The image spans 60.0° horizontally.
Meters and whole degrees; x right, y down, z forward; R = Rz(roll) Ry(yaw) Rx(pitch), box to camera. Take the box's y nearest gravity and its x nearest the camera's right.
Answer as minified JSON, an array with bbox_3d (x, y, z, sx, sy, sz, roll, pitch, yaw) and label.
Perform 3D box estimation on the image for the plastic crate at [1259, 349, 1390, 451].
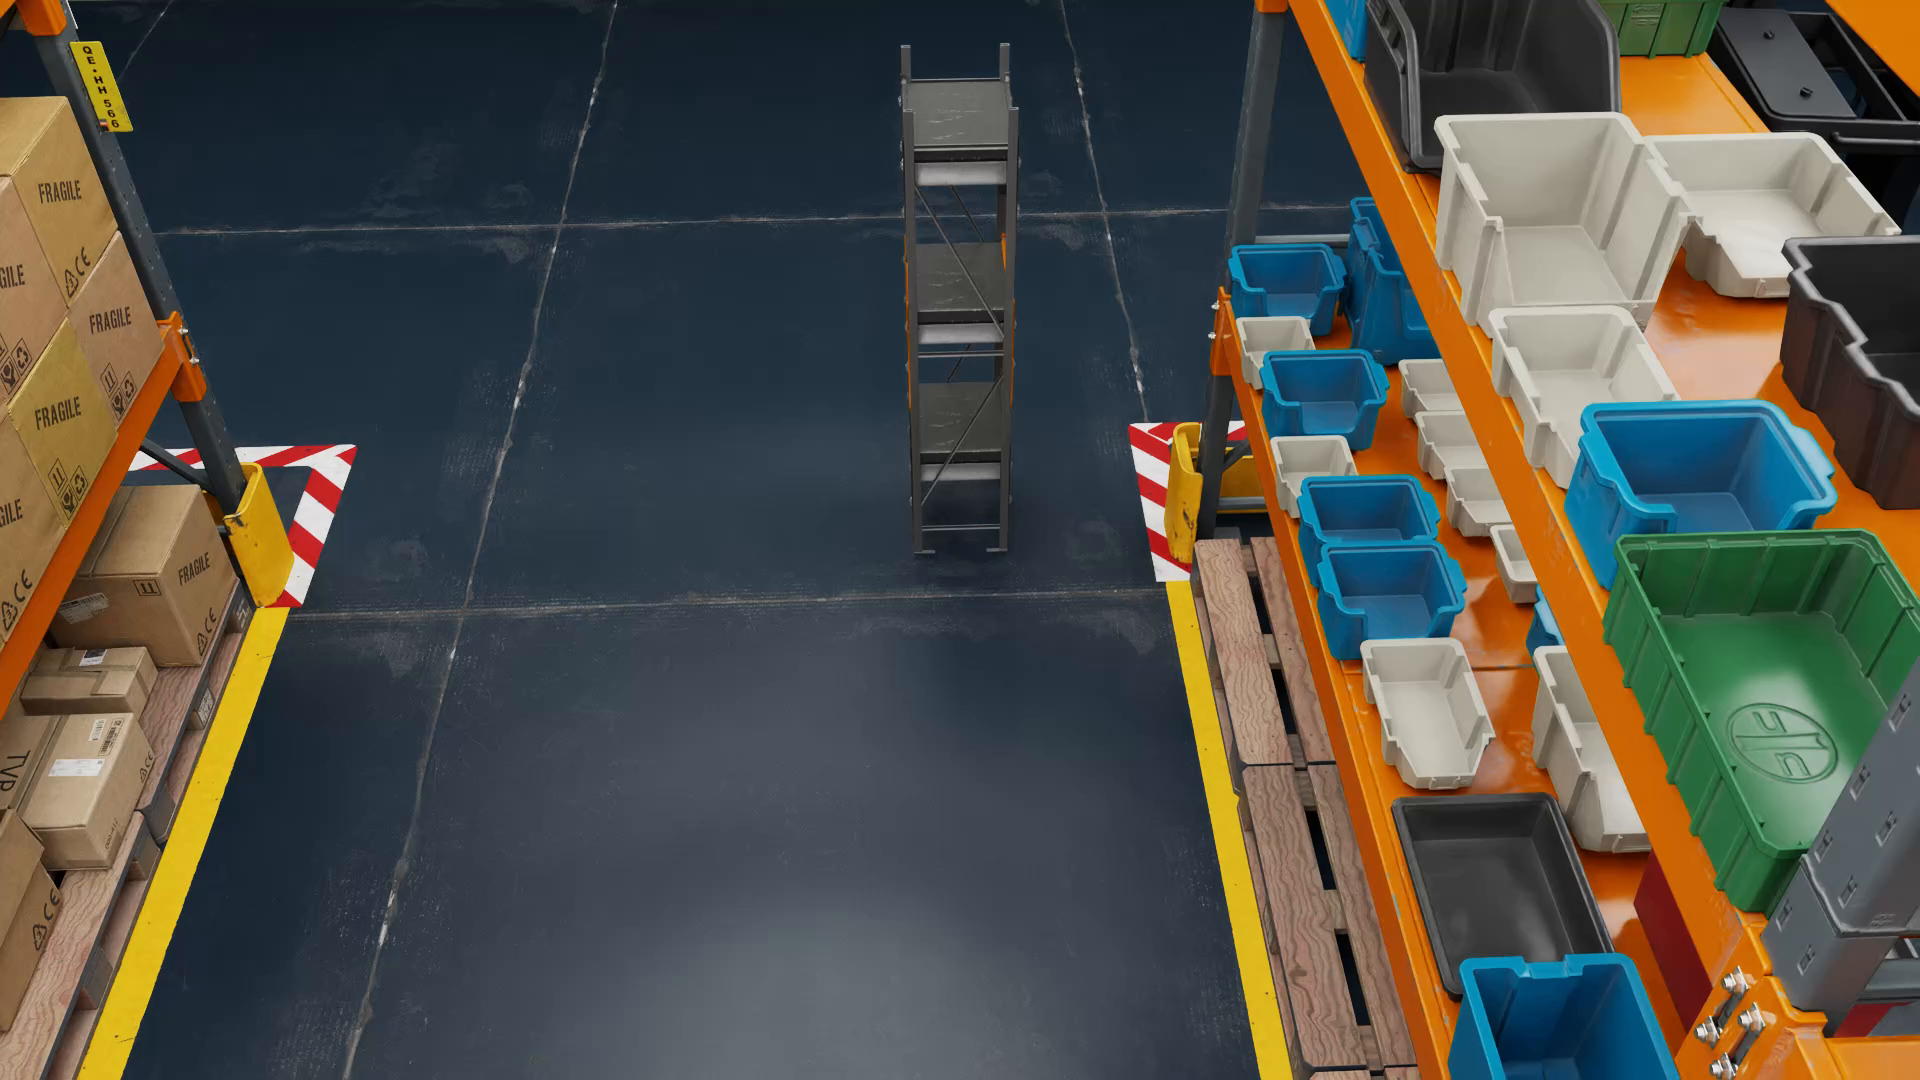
[{"bbox_3d":[1.212,-0.458,5.609,0.416,0.233,0.300,-2,43,-2],"label":"plastic crate"}]

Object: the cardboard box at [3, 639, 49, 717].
[{"bbox_3d":[-3.685,0.586,6.100,0.500,0.250,0.500,-2,43,-2],"label":"cardboard box"}]

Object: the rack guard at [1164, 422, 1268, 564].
[{"bbox_3d":[1.489,-0.212,7.112,1.175,0.500,0.348,-2,43,-2],"label":"rack guard"}]

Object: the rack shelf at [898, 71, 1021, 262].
[{"bbox_3d":[-0.007,-1.392,6.199,0.431,0.518,0.480,-2,43,-2],"label":"rack shelf"}]

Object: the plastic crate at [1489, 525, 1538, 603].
[{"bbox_3d":[1.784,0.085,5.088,0.298,0.136,0.250,-2,43,-2],"label":"plastic crate"}]

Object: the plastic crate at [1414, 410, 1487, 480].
[{"bbox_3d":[1.716,-0.302,5.510,0.396,0.136,0.243,-2,43,-2],"label":"plastic crate"}]

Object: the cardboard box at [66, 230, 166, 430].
[{"bbox_3d":[-3.155,-0.721,5.742,0.500,0.500,0.500,0,43,0],"label":"cardboard box"}]

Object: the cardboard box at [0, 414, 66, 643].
[{"bbox_3d":[-3.114,-0.034,4.993,0.500,0.500,0.500,-1,43,-1],"label":"cardboard box"}]

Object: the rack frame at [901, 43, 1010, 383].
[{"bbox_3d":[-0.017,-1.050,6.842,0.400,2.100,0.015,-2,43,-2],"label":"rack frame"}]

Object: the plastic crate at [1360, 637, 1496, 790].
[{"bbox_3d":[1.298,0.490,4.646,0.293,0.136,0.466,-2,43,-2],"label":"plastic crate"}]

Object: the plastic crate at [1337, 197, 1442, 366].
[{"bbox_3d":[1.704,-0.933,5.977,0.616,0.435,0.499,-2,43,-2],"label":"plastic crate"}]

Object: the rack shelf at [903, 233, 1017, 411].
[{"bbox_3d":[-0.007,-0.876,6.672,0.431,0.518,0.480,-2,43,-2],"label":"rack shelf"}]

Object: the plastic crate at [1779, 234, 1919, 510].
[{"bbox_3d":[1.894,-0.322,3.258,0.497,0.269,0.590,-2,43,-2],"label":"plastic crate"}]

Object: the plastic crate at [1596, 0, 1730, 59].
[{"bbox_3d":[1.830,-1.488,4.591,0.450,0.188,0.336,-2,43,-2],"label":"plastic crate"}]

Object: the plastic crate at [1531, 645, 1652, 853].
[{"bbox_3d":[1.792,0.568,4.454,0.437,0.282,0.530,-2,43,-2],"label":"plastic crate"}]

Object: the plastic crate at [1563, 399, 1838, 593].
[{"bbox_3d":[1.315,-0.067,3.007,0.416,0.233,0.300,-2,43,-2],"label":"plastic crate"}]

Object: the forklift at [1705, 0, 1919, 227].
[{"bbox_3d":[2.973,-0.779,5.930,1.130,2.935,3.031,3,43,3],"label":"forklift"}]

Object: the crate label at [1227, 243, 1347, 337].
[{"bbox_3d":[1.184,-0.902,6.094,0.416,0.233,0.303,-2,43,-2],"label":"crate label"}]

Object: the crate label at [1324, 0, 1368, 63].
[{"bbox_3d":[1.219,-1.537,4.597,0.408,0.251,0.502,-2,43,-2],"label":"crate label"}]

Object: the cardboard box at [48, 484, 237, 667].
[{"bbox_3d":[-3.177,0.141,6.401,0.500,0.500,0.500,-2,43,-2],"label":"cardboard box"}]

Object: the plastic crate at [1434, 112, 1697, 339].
[{"bbox_3d":[1.289,-0.675,3.634,0.437,0.282,0.530,-2,43,-2],"label":"plastic crate"}]

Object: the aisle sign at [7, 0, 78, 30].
[{"bbox_3d":[-3.143,-1.992,5.279,0.394,0.787,0.004,-2,43,-2],"label":"aisle sign"}]

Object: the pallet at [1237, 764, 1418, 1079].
[{"bbox_3d":[1.548,1.289,5.687,1.003,0.211,1.213,-2,43,-2],"label":"pallet"}]

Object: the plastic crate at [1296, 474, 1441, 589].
[{"bbox_3d":[1.240,-0.014,5.124,0.416,0.233,0.300,-2,43,-2],"label":"plastic crate"}]

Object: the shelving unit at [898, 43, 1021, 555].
[{"bbox_3d":[-0.007,-0.886,6.662,0.431,2.100,0.503,-2,43,-2],"label":"shelving unit"}]

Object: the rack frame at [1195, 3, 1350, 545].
[{"bbox_3d":[1.503,-1.118,6.250,1.000,3.000,0.127,-2,43,-2],"label":"rack frame"}]

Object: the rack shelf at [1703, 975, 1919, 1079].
[{"bbox_3d":[1.758,2.092,1.060,1.077,0.370,4.000,-2,43,-2],"label":"rack shelf"}]

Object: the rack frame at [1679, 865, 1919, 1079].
[{"bbox_3d":[1.673,1.582,3.304,1.000,3.000,0.127,-2,43,-2],"label":"rack frame"}]

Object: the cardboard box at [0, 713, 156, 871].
[{"bbox_3d":[-3.167,0.875,5.785,0.500,0.250,0.500,-2,43,-2],"label":"cardboard box"}]

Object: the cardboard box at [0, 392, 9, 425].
[{"bbox_3d":[-3.104,-0.400,4.653,0.500,0.500,0.500,-1,43,-1],"label":"cardboard box"}]

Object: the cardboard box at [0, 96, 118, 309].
[{"bbox_3d":[-3.153,-1.091,5.407,0.500,0.500,0.500,-2,43,-2],"label":"cardboard box"}]

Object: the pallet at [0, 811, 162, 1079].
[{"bbox_3d":[-3.359,1.461,5.500,1.003,0.211,1.213,-2,43,-2],"label":"pallet"}]

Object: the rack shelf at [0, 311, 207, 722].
[{"bbox_3d":[-3.361,0.637,4.868,1.077,0.370,4.000,-2,43,-2],"label":"rack shelf"}]

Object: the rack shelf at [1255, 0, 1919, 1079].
[{"bbox_3d":[1.588,-0.609,4.006,1.077,0.370,4.000,-2,43,-2],"label":"rack shelf"}]
